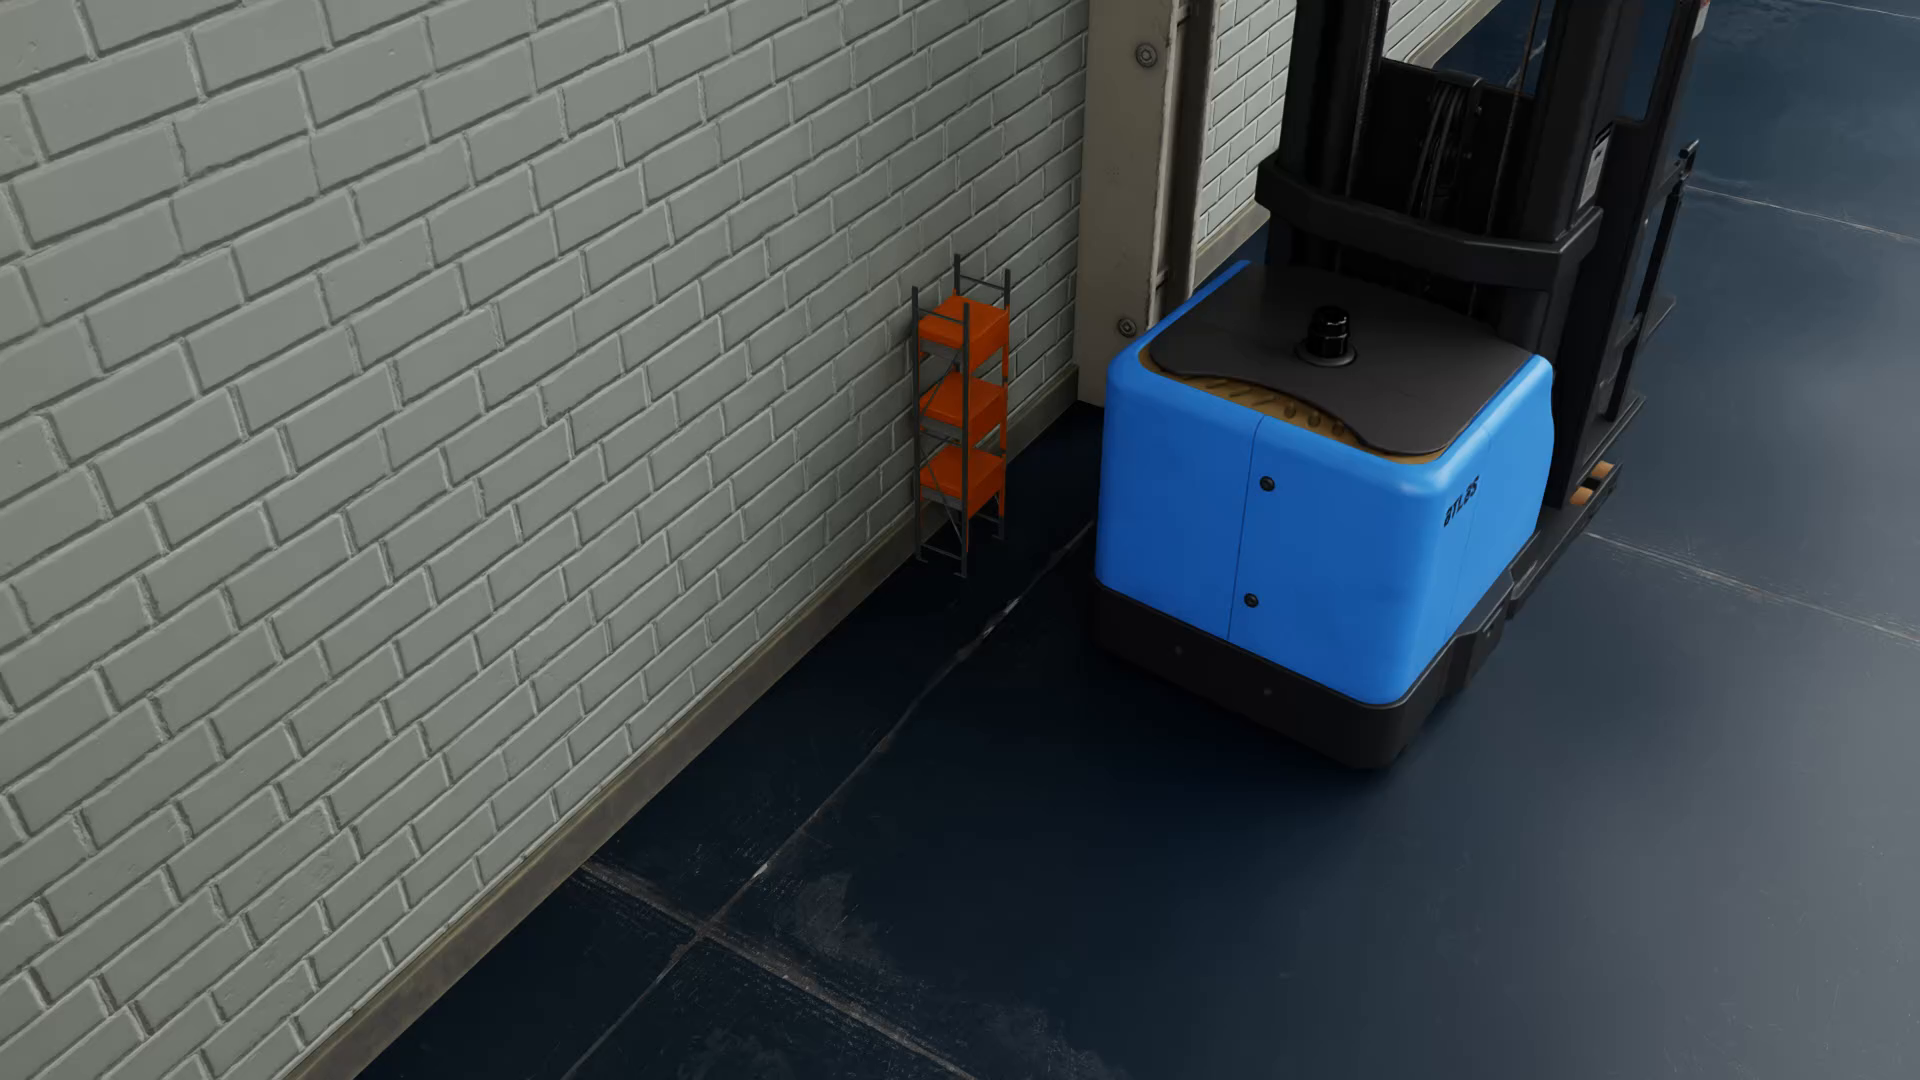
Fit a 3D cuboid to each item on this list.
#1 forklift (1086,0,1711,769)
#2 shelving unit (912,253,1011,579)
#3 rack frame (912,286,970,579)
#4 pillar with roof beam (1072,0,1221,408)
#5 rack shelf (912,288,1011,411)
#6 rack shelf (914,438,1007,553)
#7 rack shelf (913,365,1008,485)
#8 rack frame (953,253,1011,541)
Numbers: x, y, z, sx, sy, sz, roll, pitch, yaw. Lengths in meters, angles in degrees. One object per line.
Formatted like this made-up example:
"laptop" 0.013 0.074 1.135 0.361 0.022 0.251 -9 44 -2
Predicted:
"forklift" 1.686 -1.349 5.100 1.130 2.935 3.031 25 44 28
"shelving unit" 0.003 -0.383 5.385 0.215 1.050 0.252 21 42 24
"rack frame" -0.061 -0.319 5.303 0.200 1.050 0.008 21 42 24
"pillar with roof beam" 4.296 -2.768 1.969 9.100 9.000 0.400 21 42 25
"rack shelf" 0.004 -0.599 5.218 0.215 0.259 0.240 21 42 24
"rack shelf" 0.001 -0.155 5.562 0.215 0.259 0.240 21 42 24
"rack shelf" 0.003 -0.374 5.392 0.215 0.259 0.240 21 42 24
"rack frame" 0.067 -0.446 5.468 0.200 1.050 0.008 21 42 24
